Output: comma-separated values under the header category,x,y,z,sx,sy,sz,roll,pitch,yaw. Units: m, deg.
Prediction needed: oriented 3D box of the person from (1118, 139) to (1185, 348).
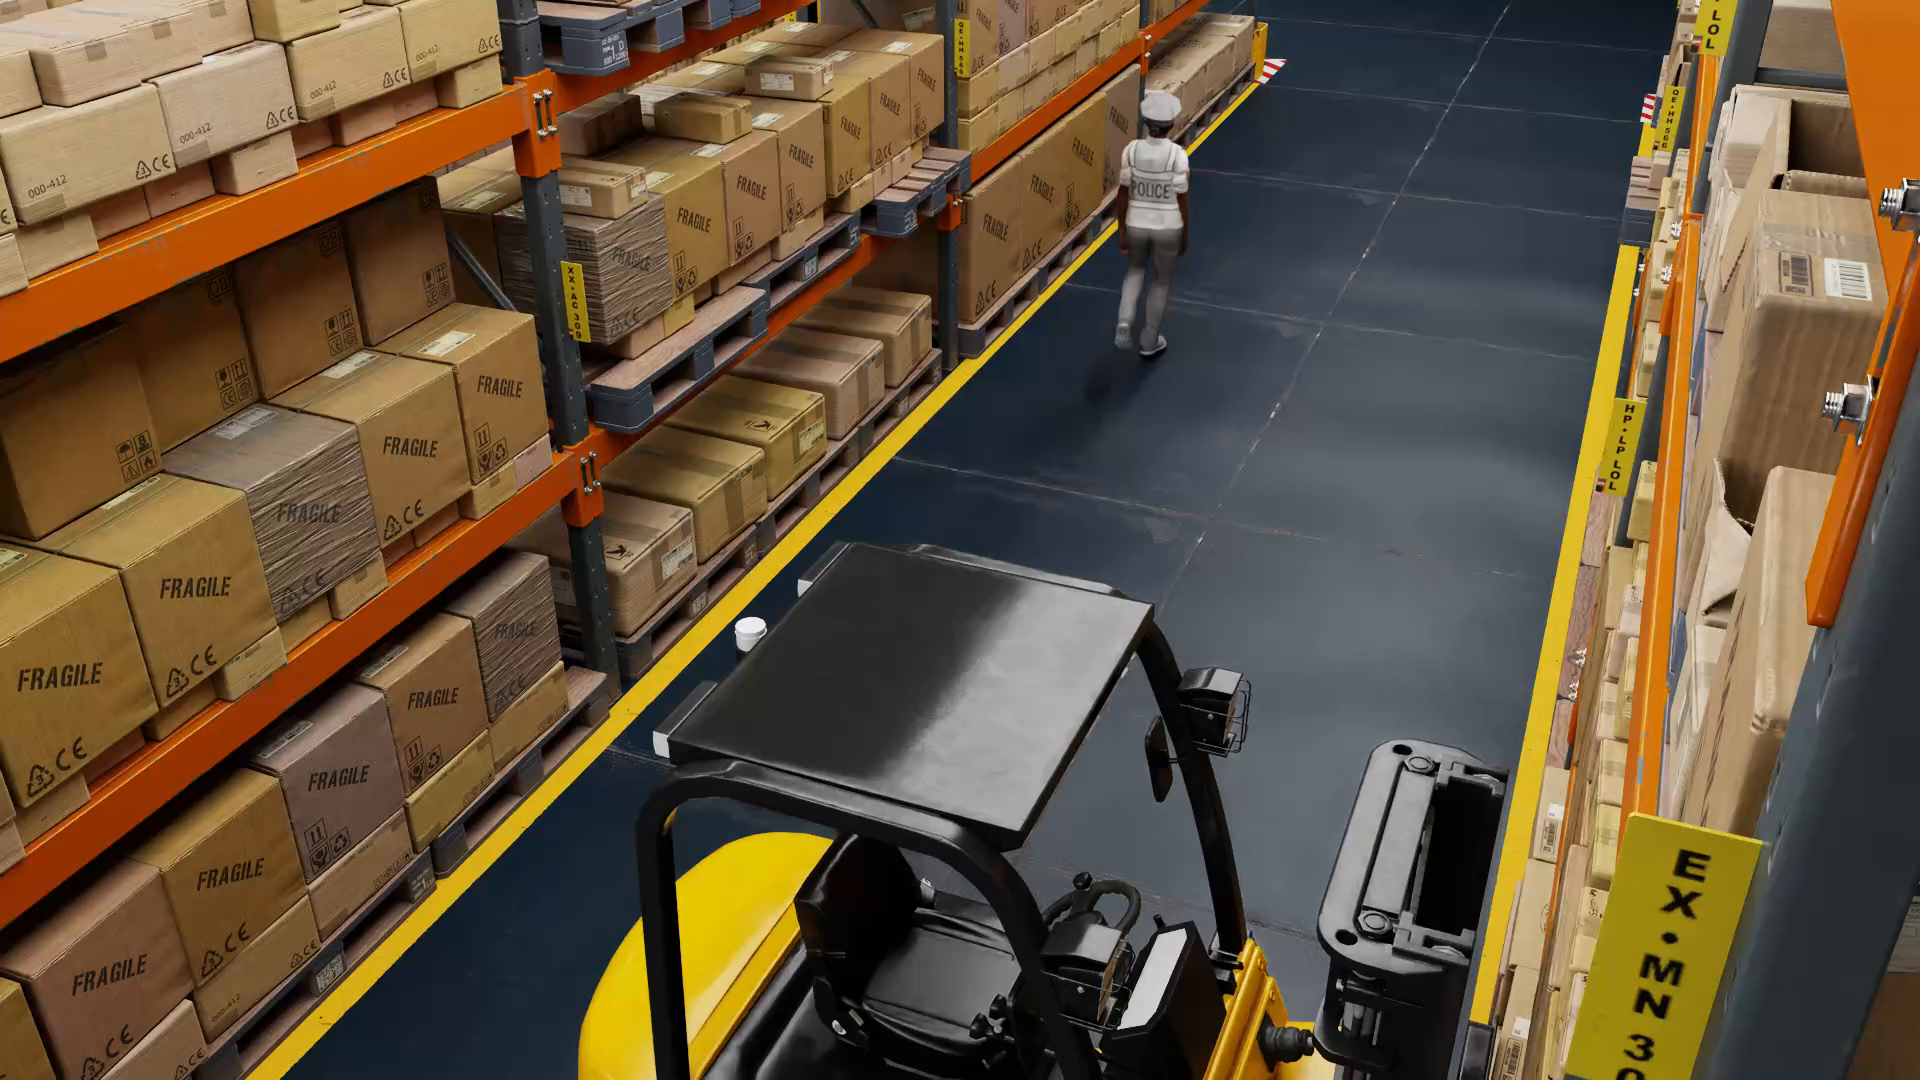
category,x,y,z,sx,sy,sz,roll,pitch,yaw
person,1.235,-1.900,10.563,0.406,1.347,0.418,12,32,20
